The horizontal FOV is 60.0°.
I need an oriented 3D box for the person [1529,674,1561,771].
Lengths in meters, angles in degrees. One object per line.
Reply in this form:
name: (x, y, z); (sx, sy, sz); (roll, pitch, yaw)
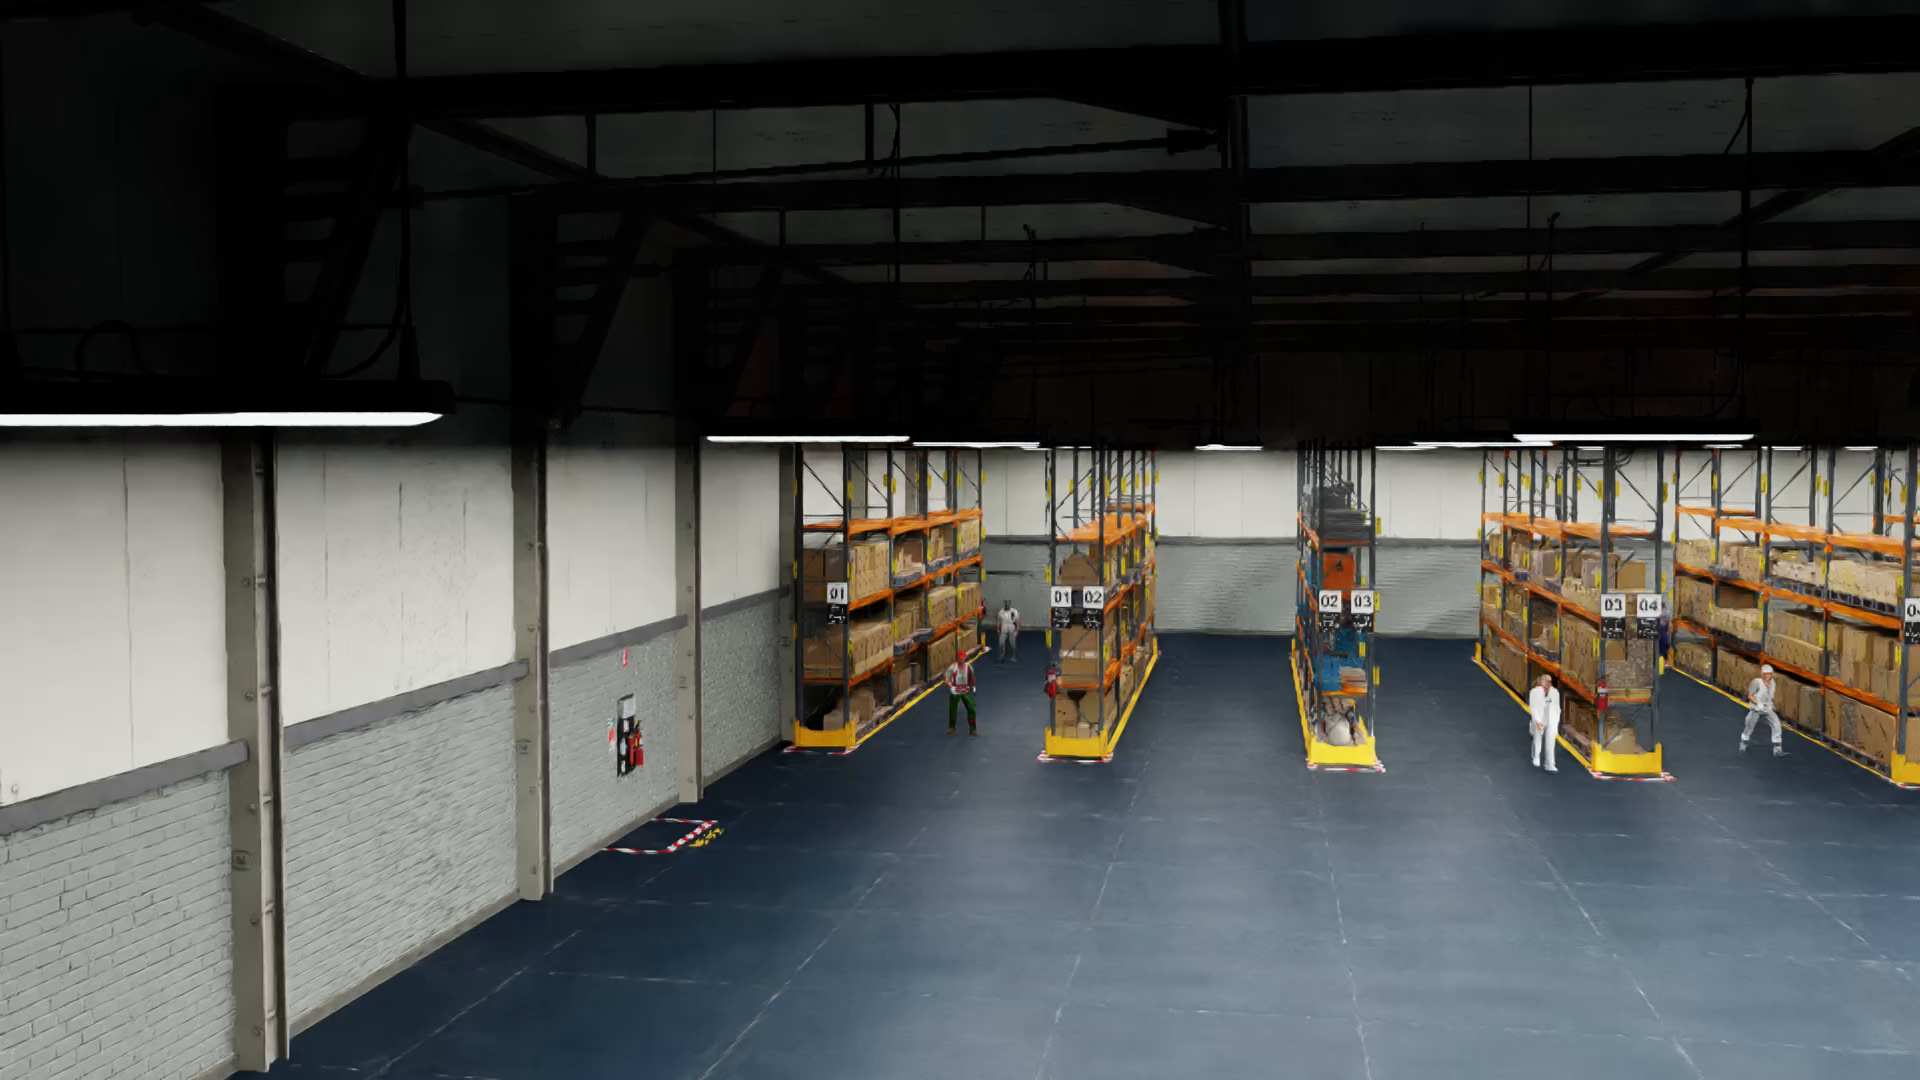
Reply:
person: (10.530, 3.252, 29.910); (0.582, 1.708, 1.110); (0, 3, 8)

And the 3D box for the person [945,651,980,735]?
person: (0.023, 3.072, 33.611); (0.686, 1.716, 0.829); (0, 3, -8)

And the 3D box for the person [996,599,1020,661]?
person: (1.317, 2.458, 45.618); (0.682, 1.715, 0.536); (0, 3, 8)

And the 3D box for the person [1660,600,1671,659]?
person: (19.365, 2.479, 45.681); (0.476, 1.639, 0.608); (-1, 3, -22)

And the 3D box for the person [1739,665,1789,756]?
person: (15.135, 3.191, 31.377); (0.686, 1.716, 0.838); (0, 3, -6)
